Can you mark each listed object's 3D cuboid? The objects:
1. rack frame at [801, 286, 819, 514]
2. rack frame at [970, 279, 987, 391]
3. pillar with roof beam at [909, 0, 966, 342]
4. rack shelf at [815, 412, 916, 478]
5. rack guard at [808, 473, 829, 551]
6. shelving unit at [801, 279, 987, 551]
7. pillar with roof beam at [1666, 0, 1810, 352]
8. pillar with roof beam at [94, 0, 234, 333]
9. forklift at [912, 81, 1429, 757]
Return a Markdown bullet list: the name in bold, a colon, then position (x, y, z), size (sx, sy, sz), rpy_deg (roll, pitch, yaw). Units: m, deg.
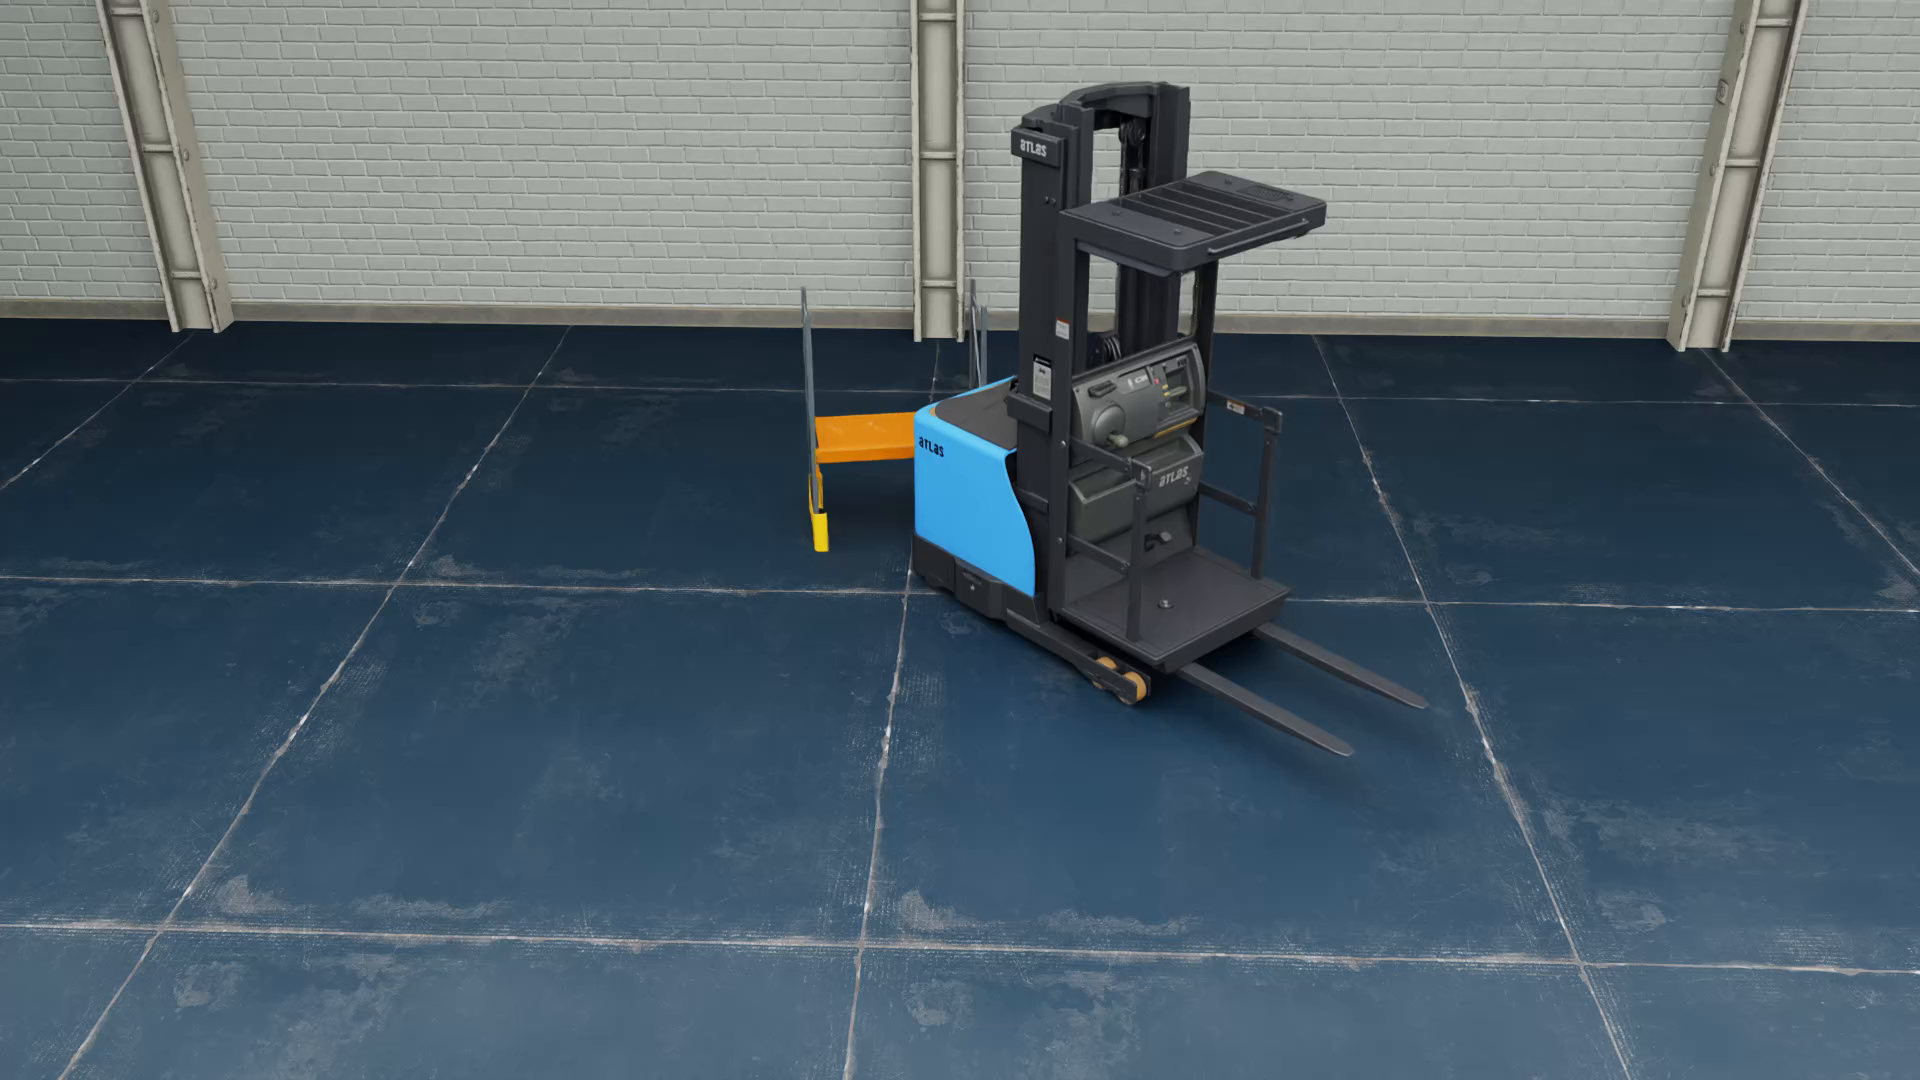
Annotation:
- **rack frame**: position (-0.900, -0.730, 10.026), size (0.032, 1.500, 0.500), rpy_deg (-4, 28, -7)
- **rack frame**: position (0.108, -0.794, 10.146), size (0.032, 1.500, 0.500), rpy_deg (-4, 28, -7)
- **pillar with roof beam**: position (-0.315, -3.610, 7.451), size (0.400, 9.000, 9.100), rpy_deg (1, 28, 2)
- **rack shelf**: position (-0.396, -0.603, 10.170), size (1.000, 0.185, 0.538), rpy_deg (-4, 28, -7)
- **rack guard**: position (-0.880, -0.179, 10.321), size (0.087, 0.250, 0.587), rpy_deg (-4, 28, -7)
- **shelving unit**: position (-0.387, -0.763, 10.087), size (1.083, 1.500, 0.587), rpy_deg (-4, 28, -7)
- **pillar with roof beam**: position (5.682, -3.510, 7.264), size (0.400, 9.000, 9.100), rpy_deg (1, 28, 2)
- **pillar with roof beam**: position (-6.311, -3.709, 7.638), size (0.400, 9.000, 9.100), rpy_deg (1, 28, 2)
- **forklift**: position (1.075, -0.710, 8.461), size (1.130, 2.935, 3.031), rpy_deg (-23, 35, -36)
